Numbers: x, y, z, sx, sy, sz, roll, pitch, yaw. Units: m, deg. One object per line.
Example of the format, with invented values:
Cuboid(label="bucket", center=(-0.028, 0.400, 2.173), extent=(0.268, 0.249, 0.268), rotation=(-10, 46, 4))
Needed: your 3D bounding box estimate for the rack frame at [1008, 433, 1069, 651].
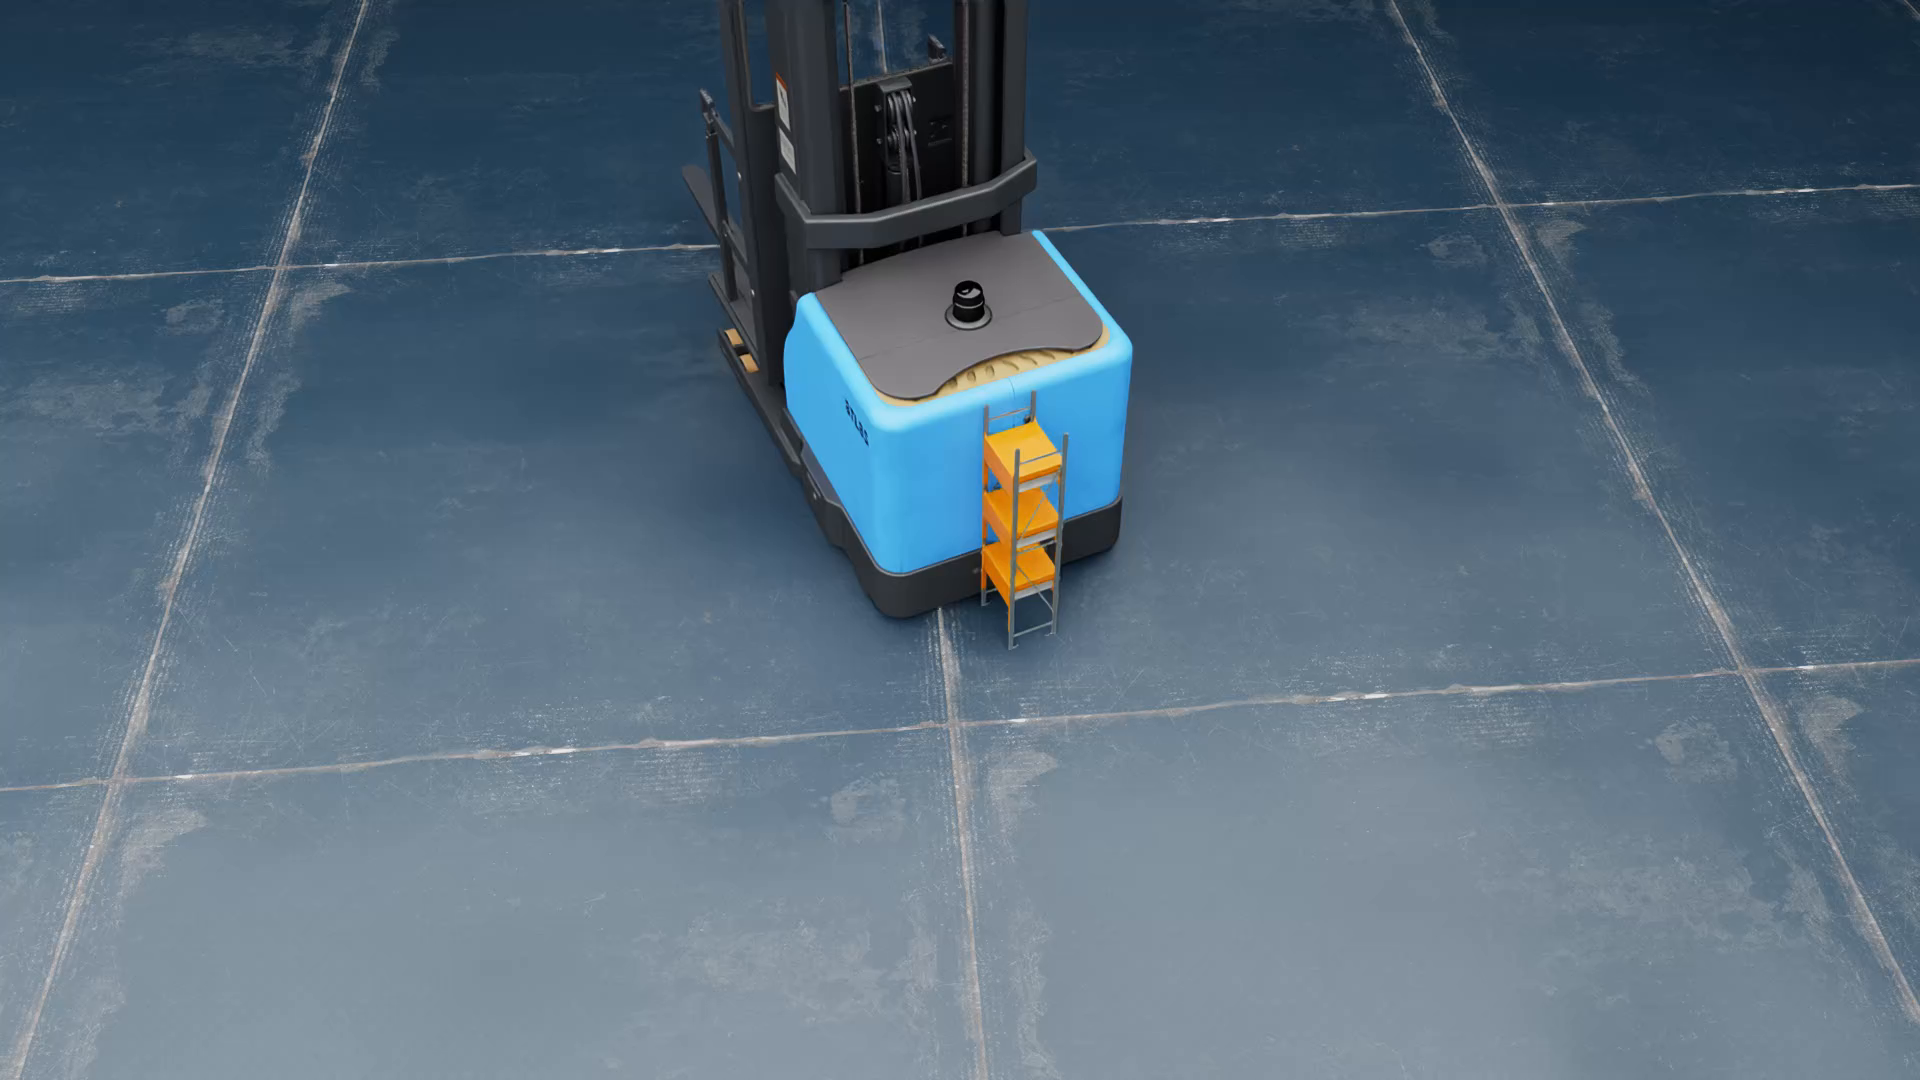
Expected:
Cuboid(label="rack frame", center=(0.276, 0.029, 6.000), extent=(0.200, 1.050, 0.008), rotation=(-18, 49, -17))

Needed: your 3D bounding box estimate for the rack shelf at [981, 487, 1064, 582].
Cuboid(label="rack shelf", center=(0.226, -0.044, 6.083), extent=(0.215, 0.259, 0.240), rotation=(-18, 49, -17))

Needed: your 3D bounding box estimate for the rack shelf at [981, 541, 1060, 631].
Cuboid(label="rack shelf", center=(0.226, 0.147, 6.285), extent=(0.215, 0.259, 0.240), rotation=(-18, 49, -17))

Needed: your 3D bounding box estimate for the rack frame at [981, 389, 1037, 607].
Cuboid(label="rack frame", center=(0.175, -0.132, 6.152), extent=(0.200, 1.050, 0.008), rotation=(-18, 49, -17))

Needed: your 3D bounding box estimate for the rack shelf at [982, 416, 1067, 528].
Cuboid(label="rack shelf", center=(0.226, -0.239, 5.877), extent=(0.215, 0.259, 0.240), rotation=(-18, 49, -17))

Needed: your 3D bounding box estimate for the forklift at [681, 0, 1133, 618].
Cuboid(label="forklift", center=(-0.434, -1.793, 6.429), extent=(1.130, 2.935, 3.031), rotation=(-18, 49, -17))

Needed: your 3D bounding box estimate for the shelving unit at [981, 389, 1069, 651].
Cuboid(label="shelving unit", center=(0.226, -0.052, 6.076), extent=(0.215, 1.050, 0.252), rotation=(-18, 49, -17))
